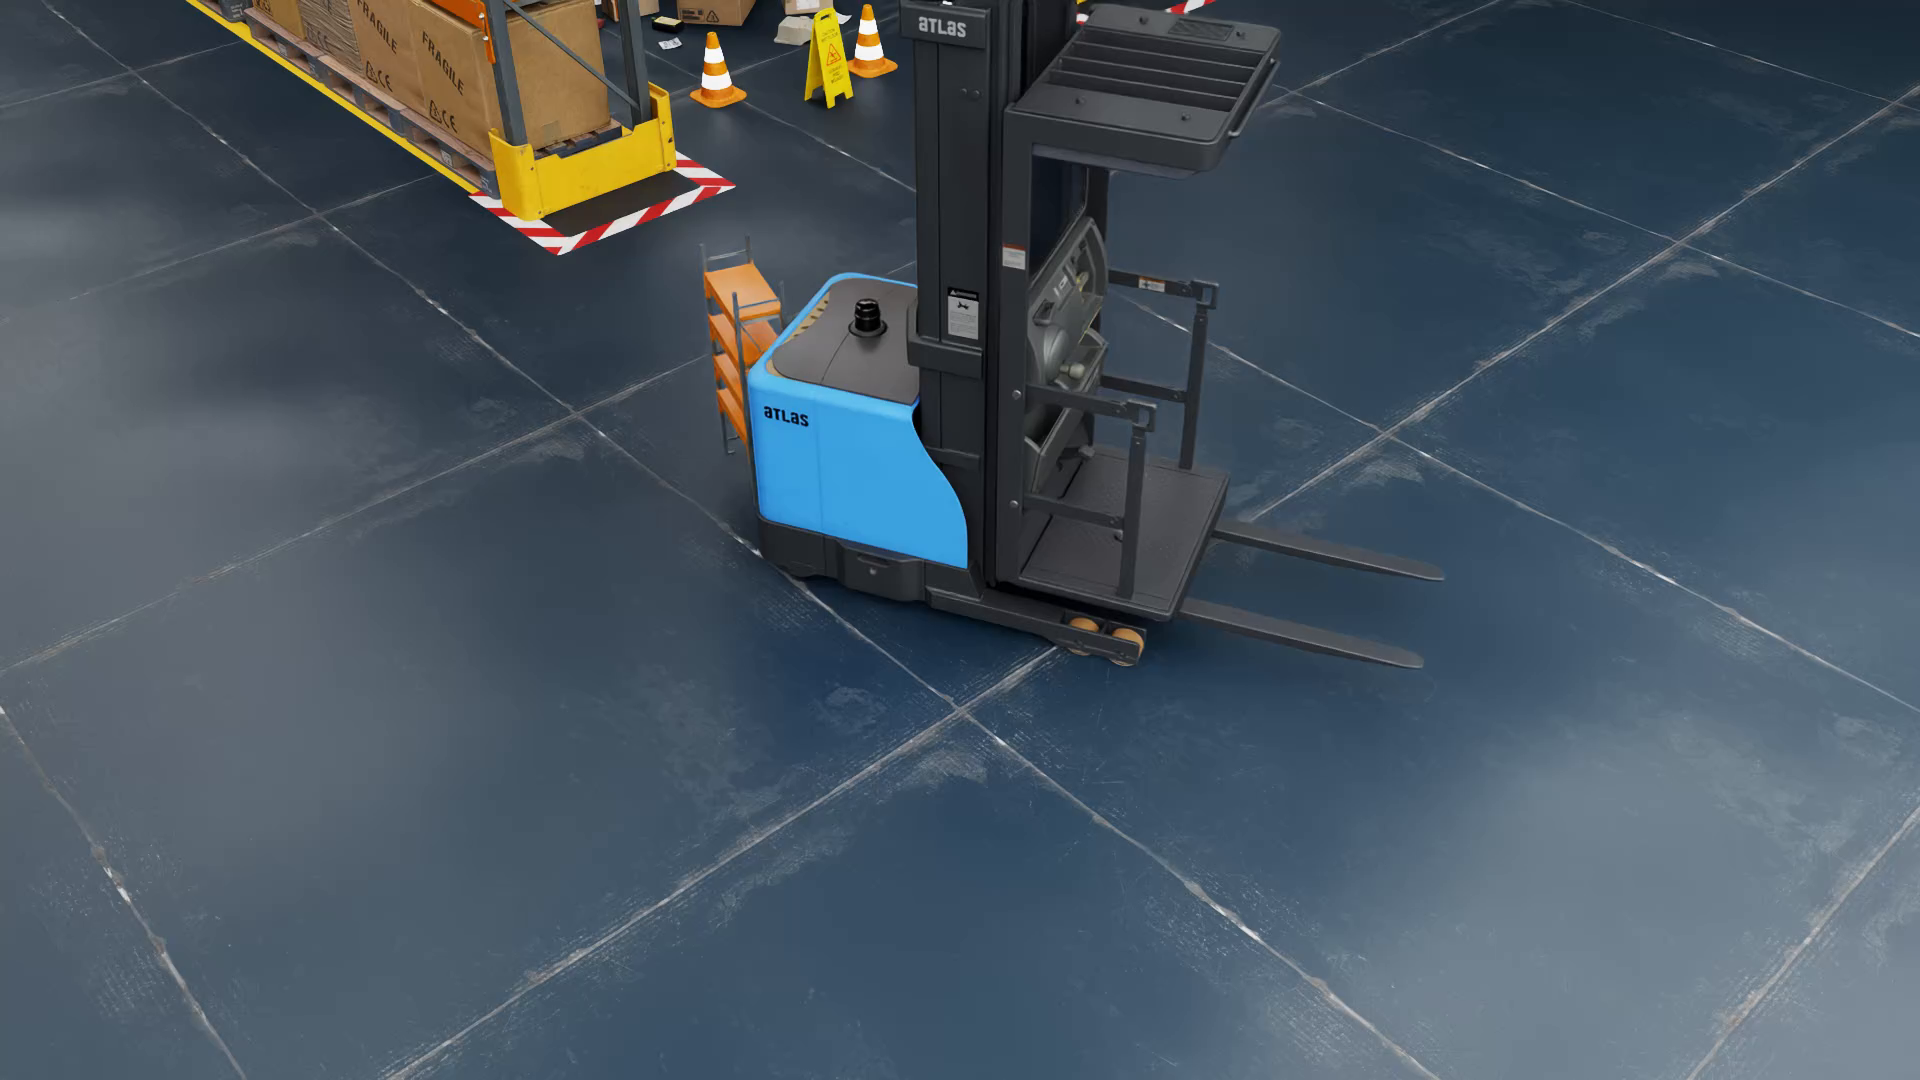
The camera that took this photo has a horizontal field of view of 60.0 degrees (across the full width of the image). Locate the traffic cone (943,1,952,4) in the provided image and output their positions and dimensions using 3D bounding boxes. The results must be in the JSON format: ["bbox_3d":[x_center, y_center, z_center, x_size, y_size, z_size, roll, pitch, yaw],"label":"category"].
[{"bbox_3d":[-0.077,-4.304,12.918,0.336,0.463,0.334,-30,48,-32],"label":"traffic cone"}]

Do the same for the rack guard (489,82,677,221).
[{"bbox_3d":[-2.397,-2.506,10.663,1.175,0.500,0.348,-30,48,-32],"label":"rack guard"}]

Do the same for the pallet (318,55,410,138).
[{"bbox_3d":[-3.833,-3.306,11.883,1.003,0.211,1.213,-30,48,-32],"label":"pallet"}]

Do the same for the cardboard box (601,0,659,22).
[{"bbox_3d":[-2.600,-4.264,13.026,0.396,0.266,0.258,-22,44,-25],"label":"cardboard box"}]

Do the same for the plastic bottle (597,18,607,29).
[{"bbox_3d":[-2.853,-3.969,12.823,0.133,0.061,0.283,18,42,21],"label":"plastic bottle"}]

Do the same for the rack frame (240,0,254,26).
[{"bbox_3d":[-5.119,-5.341,12.183,1.000,3.000,0.127,-30,48,-32],"label":"rack frame"}]

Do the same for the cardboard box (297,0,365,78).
[{"bbox_3d":[-4.133,-3.941,11.807,0.875,0.875,0.875,-30,47,-31],"label":"cardboard box"}]

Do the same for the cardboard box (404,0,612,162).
[{"bbox_3d":[-2.921,-3.112,10.780,0.875,0.875,0.875,-30,47,-32],"label":"cardboard box"}]

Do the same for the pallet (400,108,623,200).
[{"bbox_3d":[-3.012,-2.741,11.184,1.003,0.211,1.213,-30,48,-32],"label":"pallet"}]

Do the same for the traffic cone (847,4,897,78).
[{"bbox_3d":[-0.664,-3.675,12.139,0.336,0.463,0.334,-30,48,-32],"label":"traffic cone"}]

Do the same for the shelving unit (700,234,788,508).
[{"bbox_3d":[-0.999,-0.799,7.988,0.258,1.200,0.503,-16,41,-18],"label":"shelving unit"}]

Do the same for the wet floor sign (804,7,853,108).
[{"bbox_3d":[-0.936,-3.402,11.656,0.232,0.644,0.267,26,45,28],"label":"wet floor sign"}]

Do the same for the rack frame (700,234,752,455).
[{"bbox_3d":[-1.098,-0.938,8.163,0.240,1.200,0.015,-16,41,-18],"label":"rack frame"}]

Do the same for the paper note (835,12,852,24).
[{"bbox_3d":[-0.941,-4.076,12.981,0.142,0.019,0.148,18,42,21],"label":"paper note"}]

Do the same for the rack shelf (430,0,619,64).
[{"bbox_3d":[-3.766,-4.135,11.263,1.077,0.370,4.000,-30,48,-32],"label":"rack shelf"}]

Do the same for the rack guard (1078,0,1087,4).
[{"bbox_3d":[1.113,-4.702,13.382,1.175,0.500,0.348,-30,48,-32],"label":"rack guard"}]

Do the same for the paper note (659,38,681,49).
[{"bbox_3d":[-2.195,-3.762,12.592,0.144,0.017,0.142,-15,41,-17],"label":"paper note"}]

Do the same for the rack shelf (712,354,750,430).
[{"bbox_3d":[-0.999,-0.747,8.030,0.258,0.148,0.480,-16,41,-18],"label":"rack shelf"}]

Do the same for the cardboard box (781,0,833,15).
[{"bbox_3d":[-1.210,-4.279,13.137,0.380,0.149,0.250,-8,40,-10],"label":"cardboard box"}]

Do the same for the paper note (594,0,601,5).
[{"bbox_3d":[-2.853,-4.332,13.303,0.172,0.023,0.155,-15,41,-17],"label":"paper note"}]

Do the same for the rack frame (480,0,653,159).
[{"bbox_3d":[-2.414,-3.489,9.891,1.000,3.000,0.127,-30,48,-32],"label":"rack frame"}]

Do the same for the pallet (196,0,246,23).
[{"bbox_3d":[-5.696,-4.581,13.462,1.003,0.211,1.213,-30,48,-32],"label":"pallet"}]

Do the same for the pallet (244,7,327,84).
[{"bbox_3d":[-4.662,-3.871,12.582,1.003,0.211,1.213,-30,48,-32],"label":"pallet"}]

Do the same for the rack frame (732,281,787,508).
[{"bbox_3d":[-0.901,-0.661,7.813,0.240,1.200,0.015,-16,41,-18],"label":"rack frame"}]

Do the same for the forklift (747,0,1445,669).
[{"bbox_3d":[0.635,-0.969,6.825,3.031,2.935,1.130,14,41,16],"label":"forklift"}]

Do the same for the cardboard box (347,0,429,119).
[{"bbox_3d":[-3.518,-3.518,11.284,0.875,0.875,0.875,-31,48,-32],"label":"cardboard box"}]

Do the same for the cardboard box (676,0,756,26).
[{"bbox_3d":[-1.889,-4.406,13.012,0.637,0.503,0.797,5,39,6],"label":"cardboard box"}]

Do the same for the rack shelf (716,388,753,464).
[{"bbox_3d":[-0.997,-0.591,8.153,0.258,0.148,0.480,-16,41,-18],"label":"rack shelf"}]

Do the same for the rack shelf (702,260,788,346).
[{"bbox_3d":[-1.002,-1.107,7.743,0.258,0.148,0.480,-16,41,-18],"label":"rack shelf"}]

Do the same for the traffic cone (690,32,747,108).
[{"bbox_3d":[-1.727,-3.352,11.740,0.336,0.463,0.334,-30,48,-32],"label":"traffic cone"}]

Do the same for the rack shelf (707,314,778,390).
[{"bbox_3d":[-1.000,-0.922,7.891,0.258,0.148,0.480,-16,41,-18],"label":"rack shelf"}]

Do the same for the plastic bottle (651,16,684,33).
[{"bbox_3d":[-2.283,-3.986,12.845,0.283,0.061,0.133,18,42,21],"label":"plastic bottle"}]

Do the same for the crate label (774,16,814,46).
[{"bbox_3d":[-1.242,-3.885,12.660,0.298,0.136,0.250,11,40,13],"label":"crate label"}]

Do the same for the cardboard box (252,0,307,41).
[{"bbox_3d":[-4.745,-4.357,12.322,0.875,0.875,0.875,-29,47,-31],"label":"cardboard box"}]
